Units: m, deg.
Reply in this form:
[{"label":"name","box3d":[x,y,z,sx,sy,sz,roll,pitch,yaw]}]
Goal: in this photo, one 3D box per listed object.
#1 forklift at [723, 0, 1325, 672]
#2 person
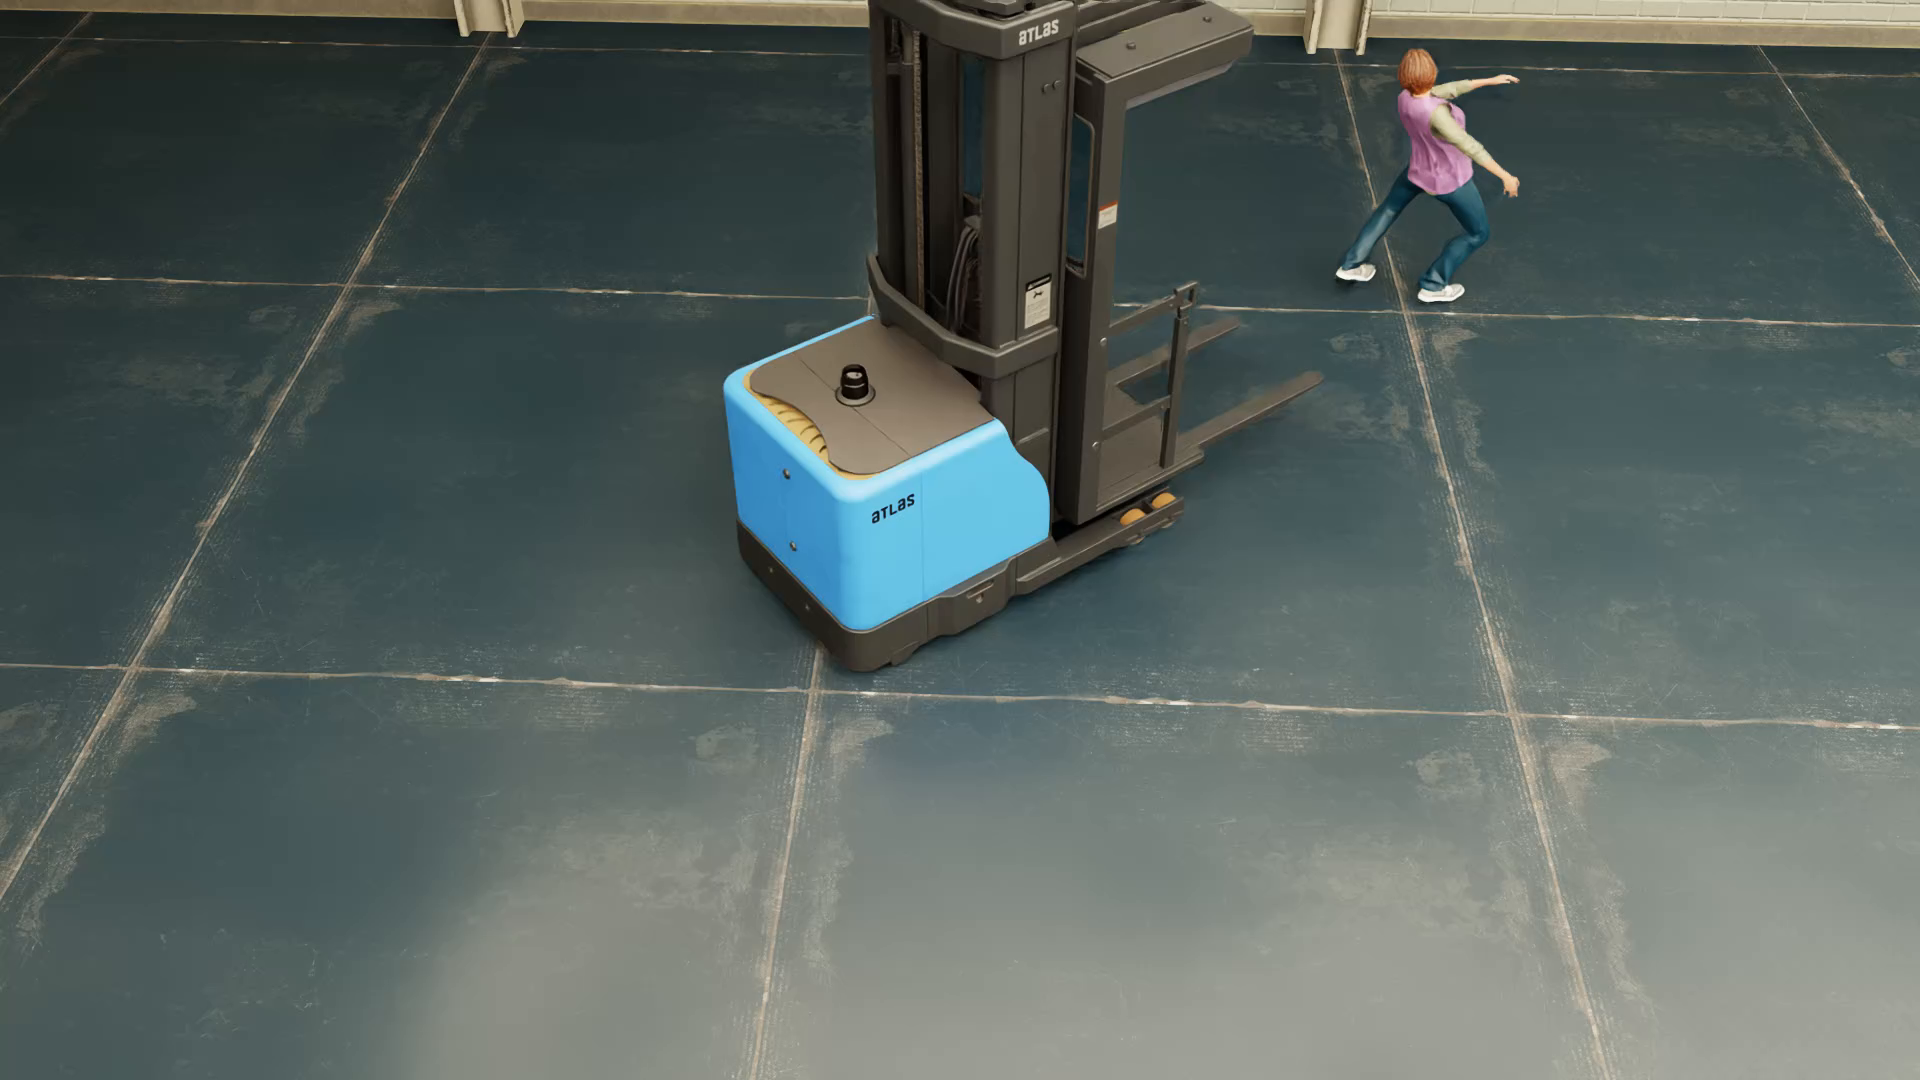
[{"label":"forklift","box3d":[0.455,-1.325,7.193,3.031,2.935,1.130,-27,49,-26]},{"label":"person","box3d":[2.643,-1.938,8.963,0.778,1.435,0.777,-28,49,-27]}]
